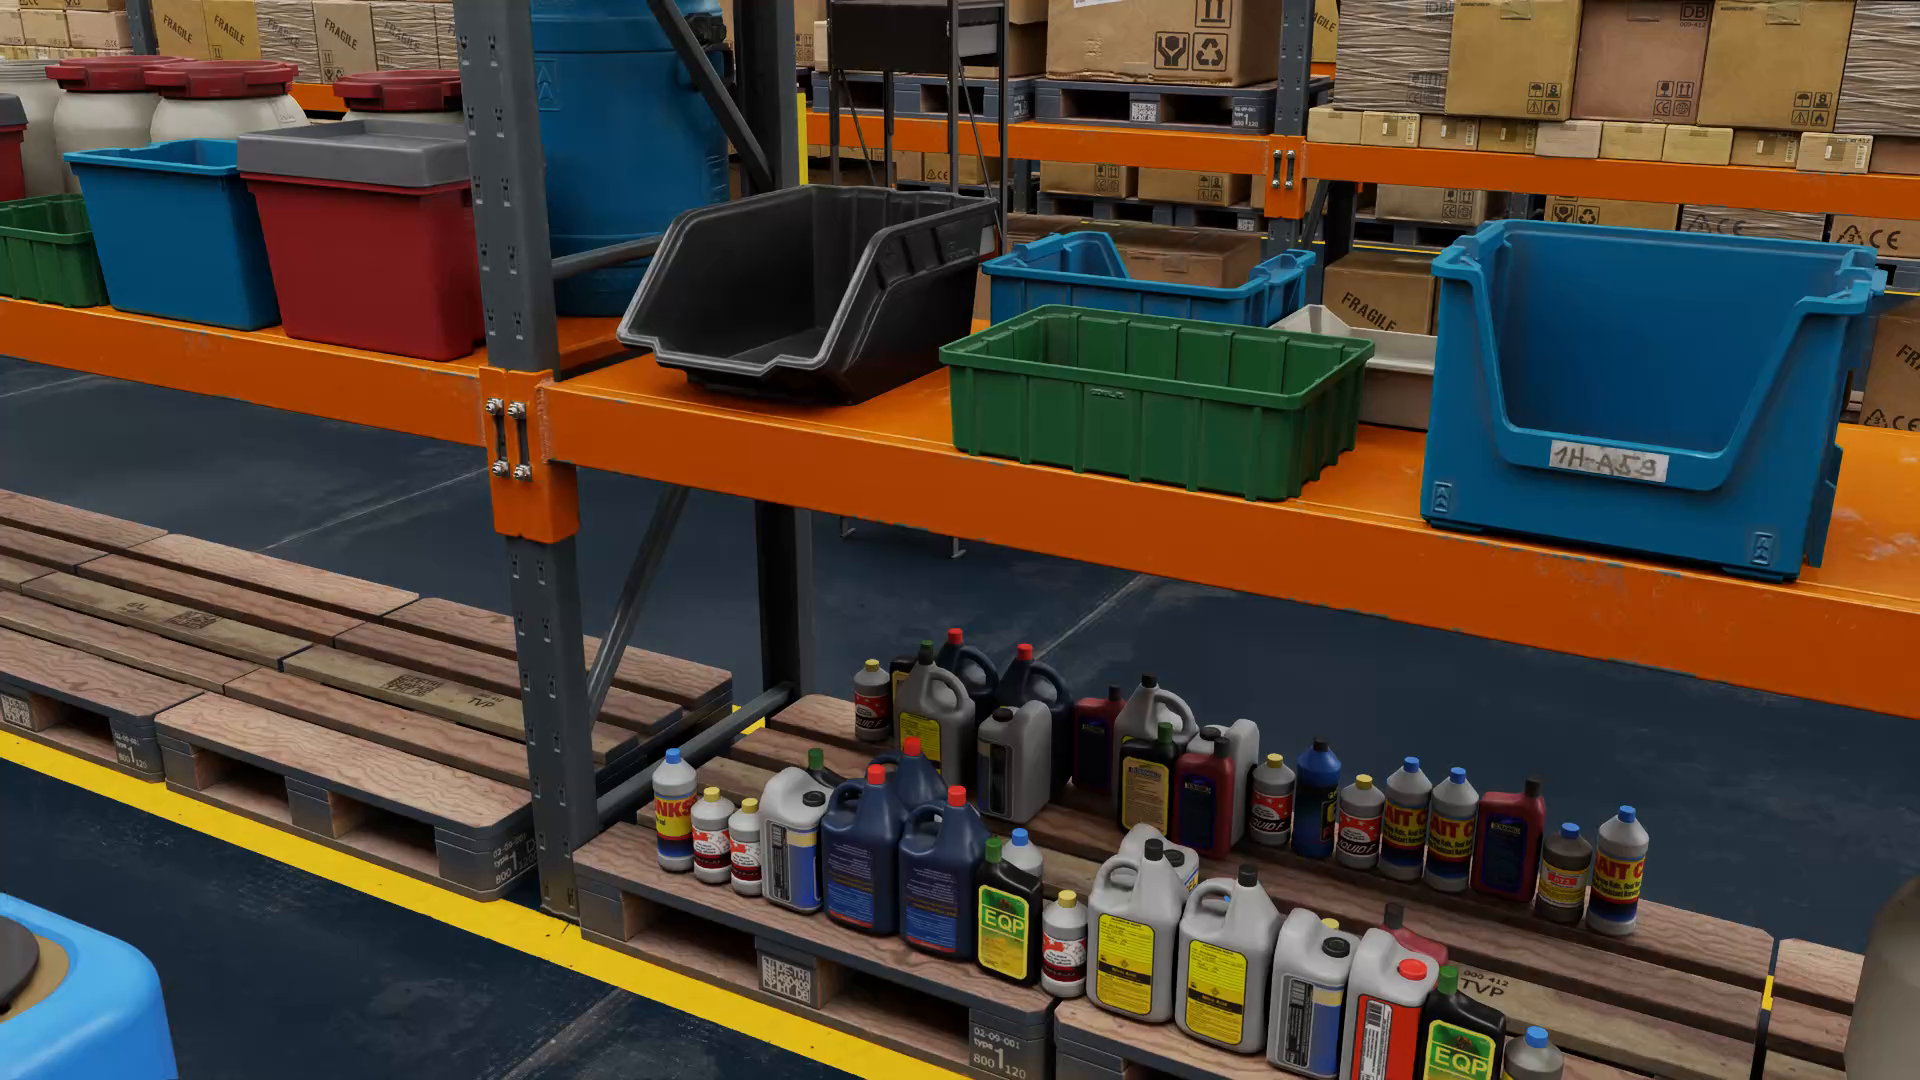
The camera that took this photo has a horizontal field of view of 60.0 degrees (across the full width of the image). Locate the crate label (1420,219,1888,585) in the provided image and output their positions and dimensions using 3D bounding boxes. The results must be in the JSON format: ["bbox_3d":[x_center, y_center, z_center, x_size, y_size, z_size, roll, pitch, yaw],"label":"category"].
[{"bbox_3d":[1.059,-0.245,2.590,0.616,0.435,0.502,11,23,27],"label":"crate label"}]

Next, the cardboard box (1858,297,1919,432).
[{"bbox_3d":[4.138,-0.698,6.940,0.500,0.500,0.500,18,27,41],"label":"cardboard box"}]

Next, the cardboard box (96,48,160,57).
[{"bbox_3d":[-5.689,-3.308,11.454,0.250,0.149,0.380,11,23,28],"label":"cardboard box"}]

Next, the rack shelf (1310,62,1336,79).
[{"bbox_3d":[2.483,-3.597,12.937,4.000,0.370,1.077,11,23,27],"label":"rack shelf"}]

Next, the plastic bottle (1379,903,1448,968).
[{"bbox_3d":[0.826,0.810,3.070,0.133,0.283,0.061,11,23,27],"label":"plastic bottle"}]

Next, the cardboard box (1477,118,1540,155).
[{"bbox_3d":[2.429,-1.782,7.246,0.250,0.149,0.380,11,23,27],"label":"cardboard box"}]

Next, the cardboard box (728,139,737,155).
[{"bbox_3d":[-1.777,-3.666,15.122,0.500,0.500,0.500,12,23,30],"label":"cardboard box"}]

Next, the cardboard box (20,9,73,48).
[{"bbox_3d":[-6.229,-3.623,11.738,0.500,0.250,0.500,12,23,29],"label":"cardboard box"}]

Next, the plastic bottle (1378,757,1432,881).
[{"bbox_3d":[0.981,0.605,3.654,0.097,0.271,0.097,0,20,0],"label":"plastic bottle"}]

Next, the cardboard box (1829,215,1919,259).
[{"bbox_3d":[6.327,-2.375,11.012,0.875,0.875,0.875,10,22,26],"label":"cardboard box"}]

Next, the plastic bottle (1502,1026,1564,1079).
[{"bbox_3d":[0.981,0.931,2.859,0.097,0.201,0.097,0,20,0],"label":"plastic bottle"}]

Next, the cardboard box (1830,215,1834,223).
[{"bbox_3d":[7.278,-2.792,13.325,0.637,0.503,0.797,-4,20,-10],"label":"cardboard box"}]

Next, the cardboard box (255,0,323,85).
[{"bbox_3d":[-4.107,-3.202,10.648,0.500,0.500,0.500,10,22,26],"label":"cardboard box"}]

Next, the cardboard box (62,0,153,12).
[{"bbox_3d":[-5.794,-3.892,11.379,0.500,0.500,0.500,12,23,29],"label":"cardboard box"}]

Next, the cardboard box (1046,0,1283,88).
[{"bbox_3d":[1.096,-2.796,8.178,1.000,1.000,1.000,11,23,28],"label":"cardboard box"}]

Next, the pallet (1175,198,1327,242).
[{"bbox_3d":[2.449,-2.600,13.223,1.213,0.211,1.003,11,23,27],"label":"pallet"}]

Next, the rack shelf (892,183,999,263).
[{"bbox_3d":[-0.145,-1.002,6.088,0.480,0.518,0.431,11,23,27],"label":"rack shelf"}]

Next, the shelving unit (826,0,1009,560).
[{"bbox_3d":[-0.145,-1.015,6.083,0.503,2.100,0.431,11,23,27],"label":"shelving unit"}]

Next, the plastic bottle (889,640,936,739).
[{"bbox_3d":[-0.113,0.384,4.246,0.133,0.283,0.061,12,23,30],"label":"plastic bottle"}]

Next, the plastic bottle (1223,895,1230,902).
[{"bbox_3d":[0.527,0.788,3.252,0.097,0.201,0.097,0,20,0],"label":"plastic bottle"}]

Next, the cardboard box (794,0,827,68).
[{"bbox_3d":[-0.744,-2.911,9.229,0.500,0.500,0.700,15,25,35],"label":"cardboard box"}]

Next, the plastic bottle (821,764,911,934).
[{"bbox_3d":[-0.192,0.628,3.474,0.185,0.351,0.144,11,23,29],"label":"plastic bottle"}]

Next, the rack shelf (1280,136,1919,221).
[{"bbox_3d":[3.467,-1.472,7.079,4.000,0.370,1.077,11,23,27],"label":"rack shelf"}]

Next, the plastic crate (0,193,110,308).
[{"bbox_3d":[-2.352,-0.774,4.411,0.662,0.188,0.450,11,23,27],"label":"plastic crate"}]

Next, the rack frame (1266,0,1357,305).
[{"bbox_3d":[1.721,-2.143,7.873,0.127,3.000,1.000,11,23,27],"label":"rack frame"}]

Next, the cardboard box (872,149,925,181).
[{"bbox_3d":[-0.417,-3.409,14.414,0.500,0.500,0.500,12,23,29],"label":"cardboard box"}]

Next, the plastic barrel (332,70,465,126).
[{"bbox_3d":[-1.422,-0.956,4.403,0.433,0.535,0.433,0,20,0],"label":"plastic barrel"}]

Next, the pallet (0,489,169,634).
[{"bbox_3d":[-3.529,0.118,5.730,1.213,0.211,1.003,11,23,27],"label":"pallet"}]

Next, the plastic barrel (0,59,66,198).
[{"bbox_3d":[-2.816,-1.208,5.133,0.421,0.512,0.421,0,20,0],"label":"plastic barrel"}]

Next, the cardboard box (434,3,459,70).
[{"bbox_3d":[-2.755,-2.948,9.946,0.500,0.500,0.500,11,22,27],"label":"cardboard box"}]

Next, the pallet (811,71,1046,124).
[{"bbox_3d":[-0.023,-2.401,8.865,1.213,0.211,1.003,11,23,27],"label":"pallet"}]

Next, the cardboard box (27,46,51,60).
[{"bbox_3d":[-6.362,-3.436,11.808,0.250,0.149,0.380,11,23,28],"label":"cardboard box"}]

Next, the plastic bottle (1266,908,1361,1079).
[{"bbox_3d":[0.653,0.823,3.047,0.135,0.276,0.152,10,22,26],"label":"plastic bottle"}]

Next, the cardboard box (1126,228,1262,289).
[{"bbox_3d":[1.196,-1.283,8.523,0.500,0.500,0.700,9,22,23],"label":"cardboard box"}]

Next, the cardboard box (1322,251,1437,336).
[{"bbox_3d":[2.051,-1.086,8.011,0.500,0.500,0.500,10,22,26],"label":"cardboard box"}]

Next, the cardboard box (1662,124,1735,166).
[{"bbox_3d":[3.078,-1.654,6.894,0.250,0.149,0.380,11,23,27],"label":"cardboard box"}]

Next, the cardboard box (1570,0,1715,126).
[{"bbox_3d":[2.989,-2.089,7.143,0.500,0.500,0.875,11,23,27],"label":"cardboard box"}]

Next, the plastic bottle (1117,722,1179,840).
[{"bbox_3d":[0.431,0.544,3.805,0.133,0.283,0.061,11,23,27],"label":"plastic bottle"}]

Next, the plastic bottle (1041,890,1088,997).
[{"bbox_3d":[0.209,0.784,3.264,0.097,0.201,0.097,0,20,0],"label":"plastic bottle"}]

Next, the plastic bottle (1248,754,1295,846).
[{"bbox_3d":[0.715,0.587,3.806,0.097,0.201,0.097,0,20,0],"label":"plastic bottle"}]

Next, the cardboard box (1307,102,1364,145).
[{"bbox_3d":[1.762,-1.899,7.570,0.250,0.149,0.380,11,23,27],"label":"cardboard box"}]

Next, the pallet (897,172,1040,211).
[{"bbox_3d":[0.055,-3.087,14.566,1.213,0.211,1.003,11,23,27],"label":"pallet"}]

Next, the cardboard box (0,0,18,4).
[{"bbox_3d":[-7.315,-4.037,12.879,0.500,0.250,0.500,10,22,25],"label":"cardboard box"}]

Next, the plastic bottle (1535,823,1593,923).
[{"bbox_3d":[1.277,0.694,3.511,0.097,0.201,0.097,0,20,0],"label":"plastic bottle"}]

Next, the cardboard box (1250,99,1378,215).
[{"bbox_3d":[2.802,-2.980,12.865,0.750,0.750,1.050,11,23,27],"label":"cardboard box"}]

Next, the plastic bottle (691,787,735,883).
[{"bbox_3d":[-0.541,0.641,3.658,0.097,0.201,0.097,0,20,0],"label":"plastic bottle"}]

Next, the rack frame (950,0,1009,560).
[{"bbox_3d":[0.069,-0.974,5.971,0.015,2.100,0.400,11,23,27],"label":"rack frame"}]

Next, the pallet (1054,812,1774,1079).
[{"bbox_3d":[0.941,0.969,3.383,1.213,0.211,1.003,11,23,27],"label":"pallet"}]

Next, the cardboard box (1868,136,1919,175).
[{"bbox_3d":[3.765,-1.548,6.603,0.250,0.149,0.380,11,23,27],"label":"cardboard box"}]

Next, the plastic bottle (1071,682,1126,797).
[{"bbox_3d":[0.339,0.470,4.009,0.133,0.283,0.061,13,23,31],"label":"plastic bottle"}]

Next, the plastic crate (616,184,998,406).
[{"bbox_3d":[-0.299,-0.514,3.474,0.504,0.338,0.767,11,23,27],"label":"plastic crate"}]

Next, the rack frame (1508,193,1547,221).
[{"bbox_3d":[4.229,-3.602,11.897,0.127,3.000,1.000,11,23,27],"label":"rack frame"}]

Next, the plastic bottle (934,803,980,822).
[{"bbox_3d":[-0.006,0.654,3.520,0.097,0.271,0.097,0,20,0],"label":"plastic bottle"}]
